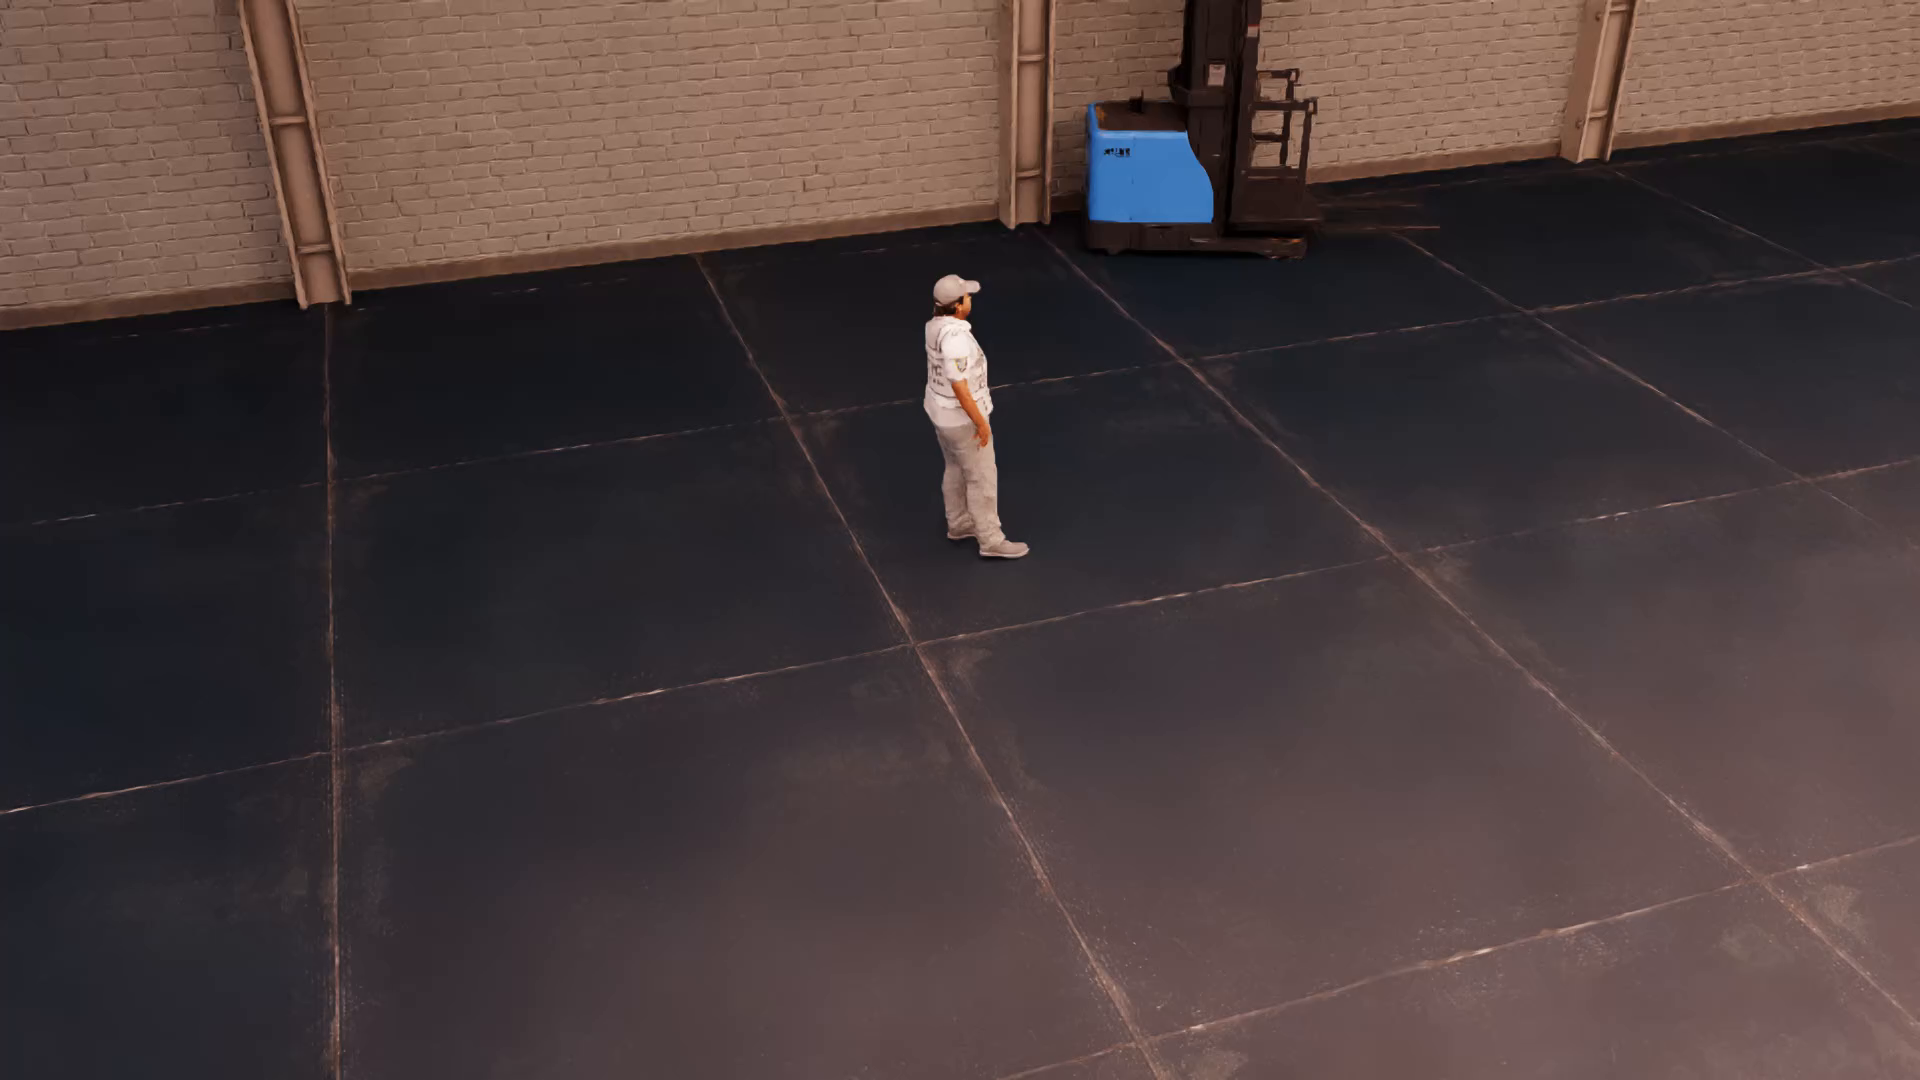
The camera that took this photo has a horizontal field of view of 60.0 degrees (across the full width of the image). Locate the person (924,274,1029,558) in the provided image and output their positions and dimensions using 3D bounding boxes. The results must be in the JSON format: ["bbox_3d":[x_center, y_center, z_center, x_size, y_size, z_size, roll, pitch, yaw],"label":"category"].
[{"bbox_3d":[0.080,-0.730,9.609,0.529,1.669,0.598,-10,31,-16],"label":"person"}]

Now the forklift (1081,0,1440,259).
[{"bbox_3d":[2.601,-3.936,13.929,3.031,2.935,1.130,1,30,1],"label":"forklift"}]
